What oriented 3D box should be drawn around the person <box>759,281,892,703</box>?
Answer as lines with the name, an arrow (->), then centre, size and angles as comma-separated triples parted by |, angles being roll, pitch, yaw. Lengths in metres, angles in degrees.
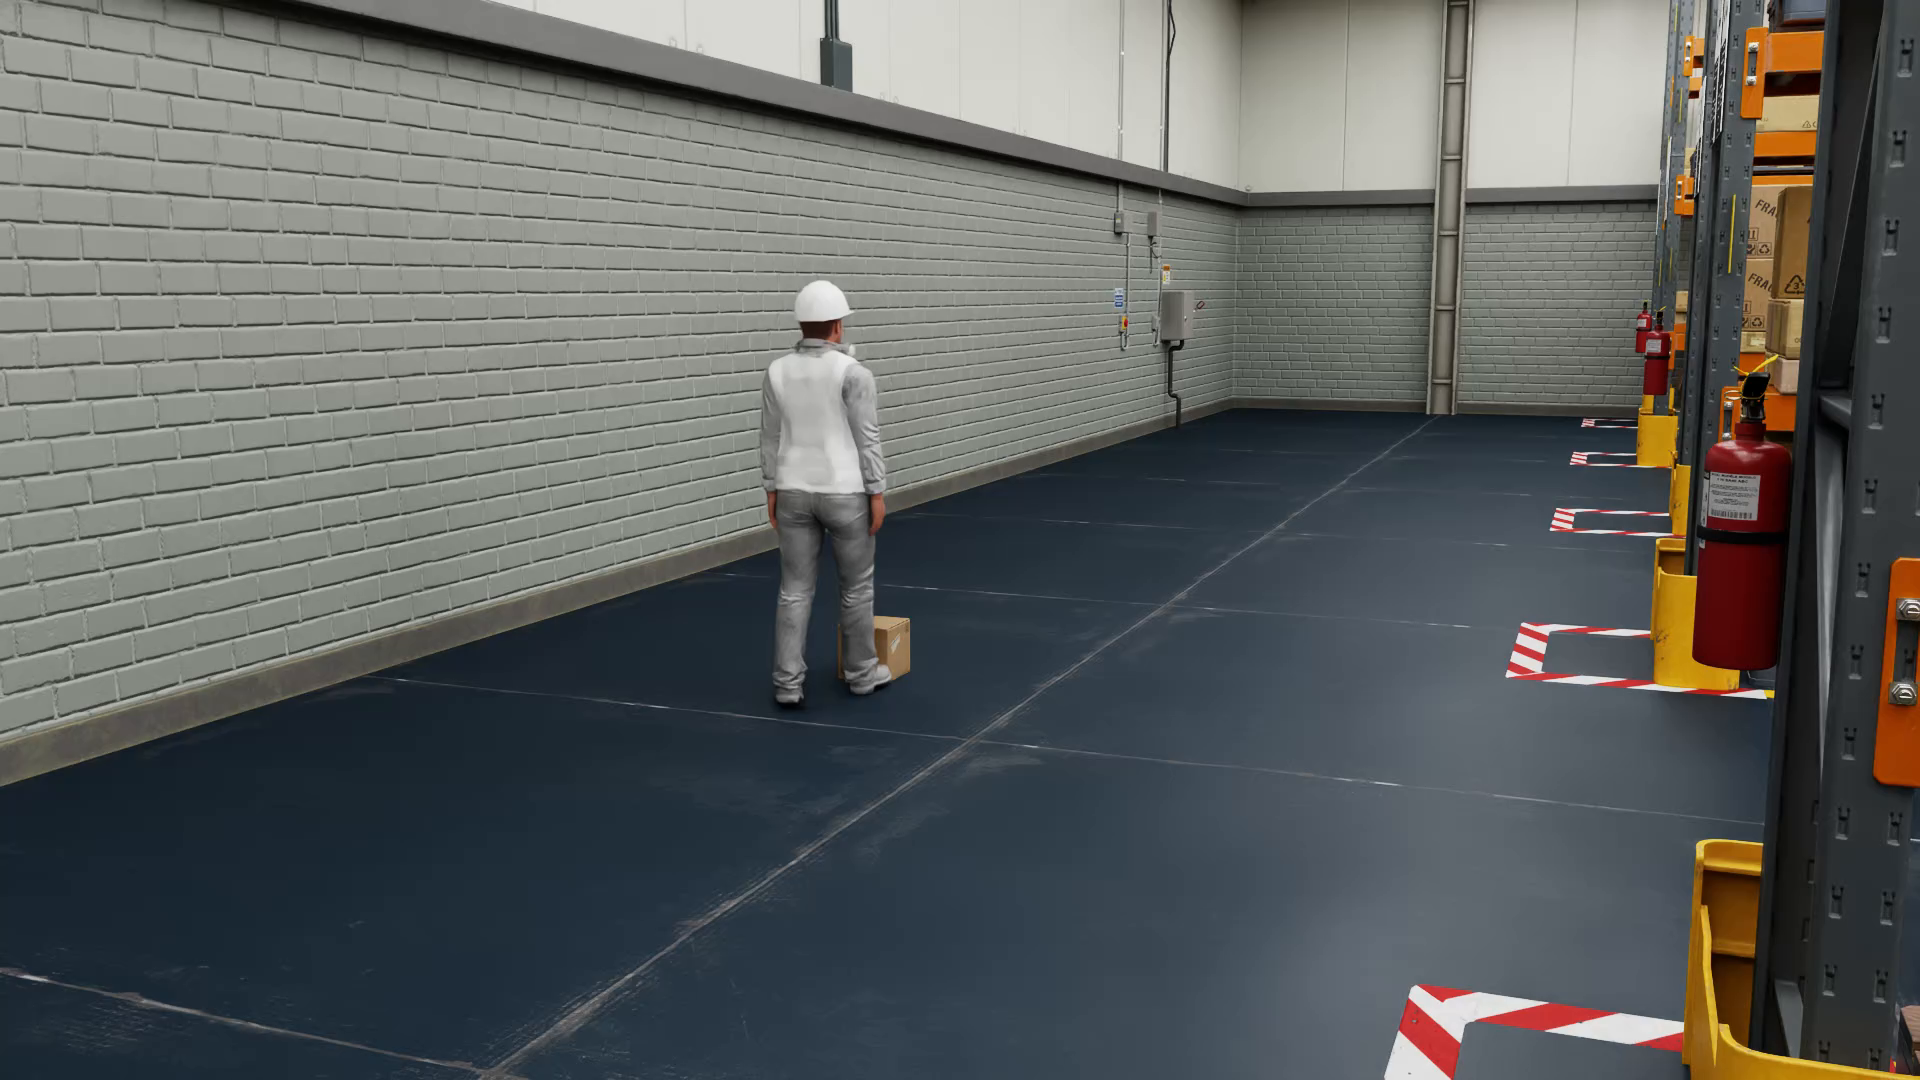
person -> -0.544, -0.203, 7.065 | 0.553, 1.777, 0.660 | 3, 9, 22
